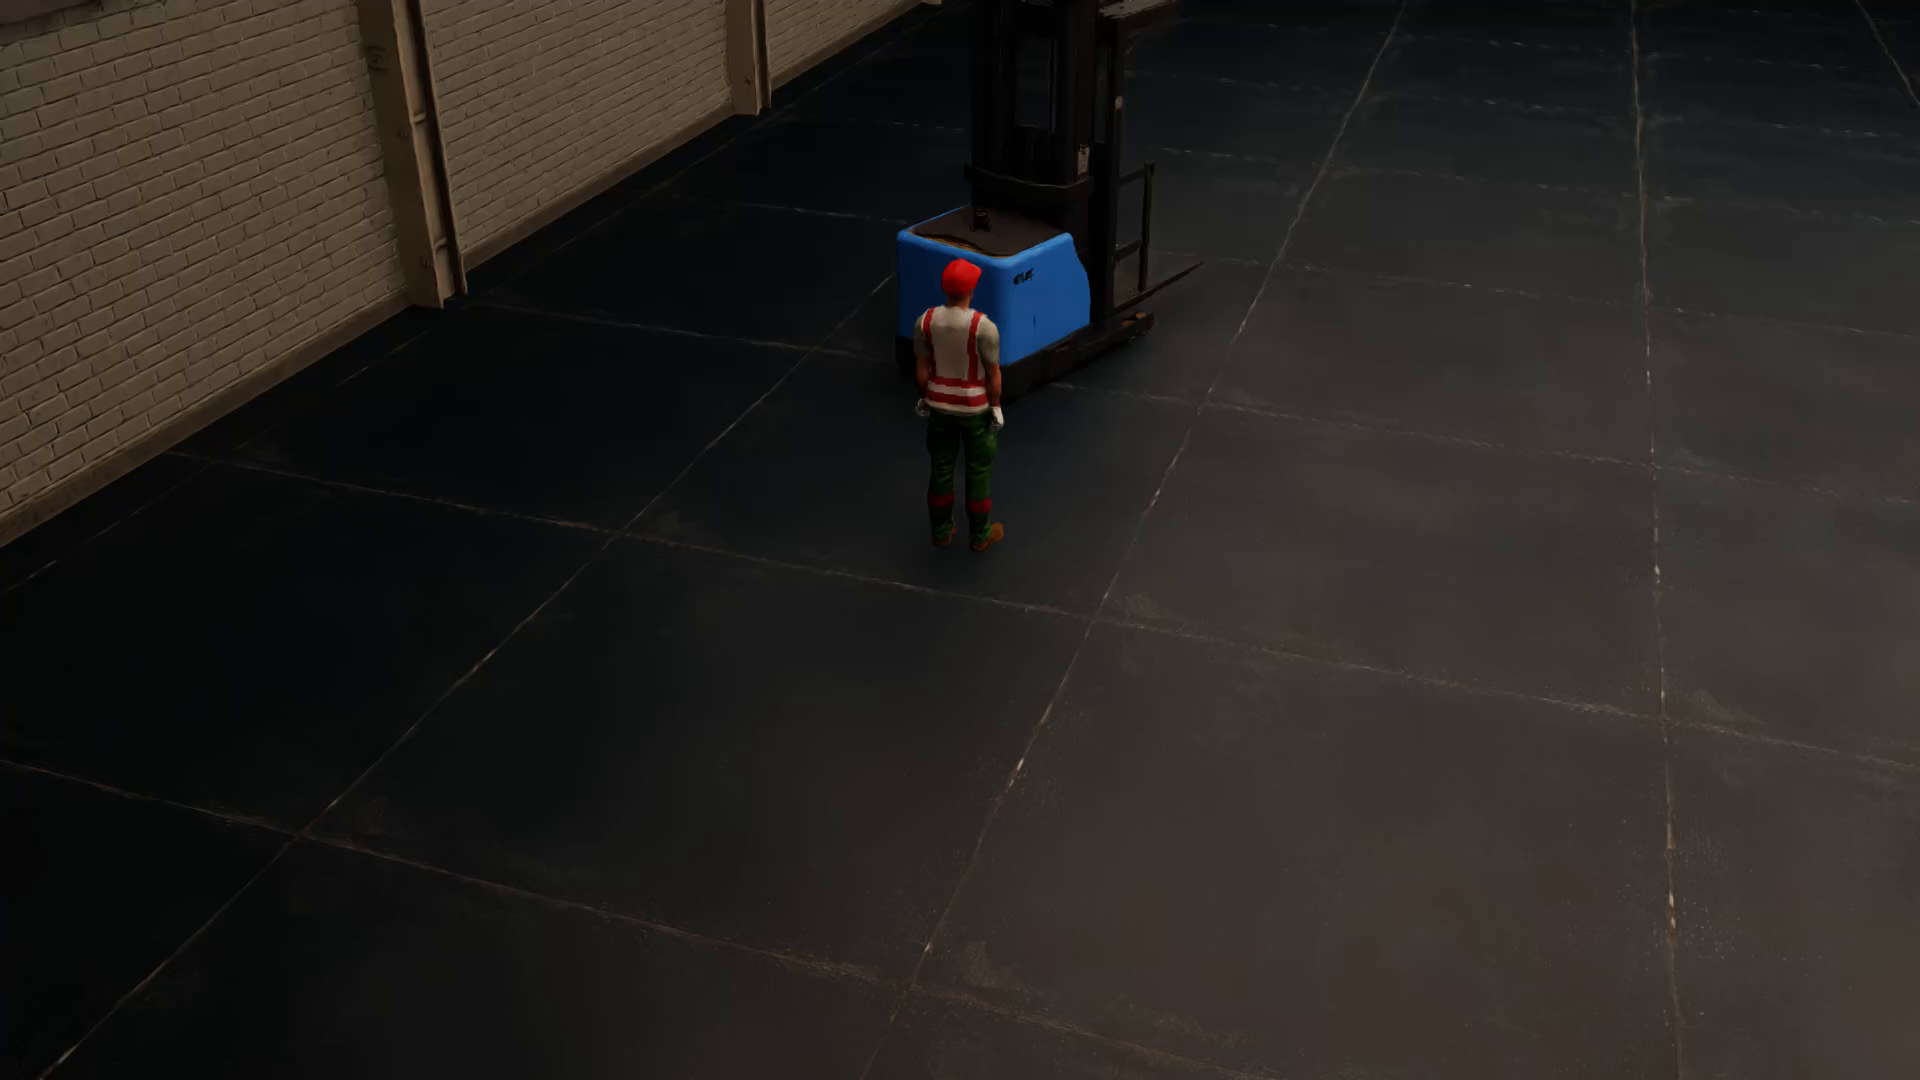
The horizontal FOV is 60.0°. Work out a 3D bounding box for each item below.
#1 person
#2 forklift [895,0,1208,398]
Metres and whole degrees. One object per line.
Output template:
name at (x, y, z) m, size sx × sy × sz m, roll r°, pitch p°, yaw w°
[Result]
person at (0.006, -0.788, 9.670) m, size 0.540 × 1.795 × 0.349 m, roll 10°, pitch 31°, yaw 16°
forklift at (0.845, -2.934, 12.284) m, size 1.130 × 2.935 × 3.031 m, roll 22°, pitch 36°, yaw 33°
